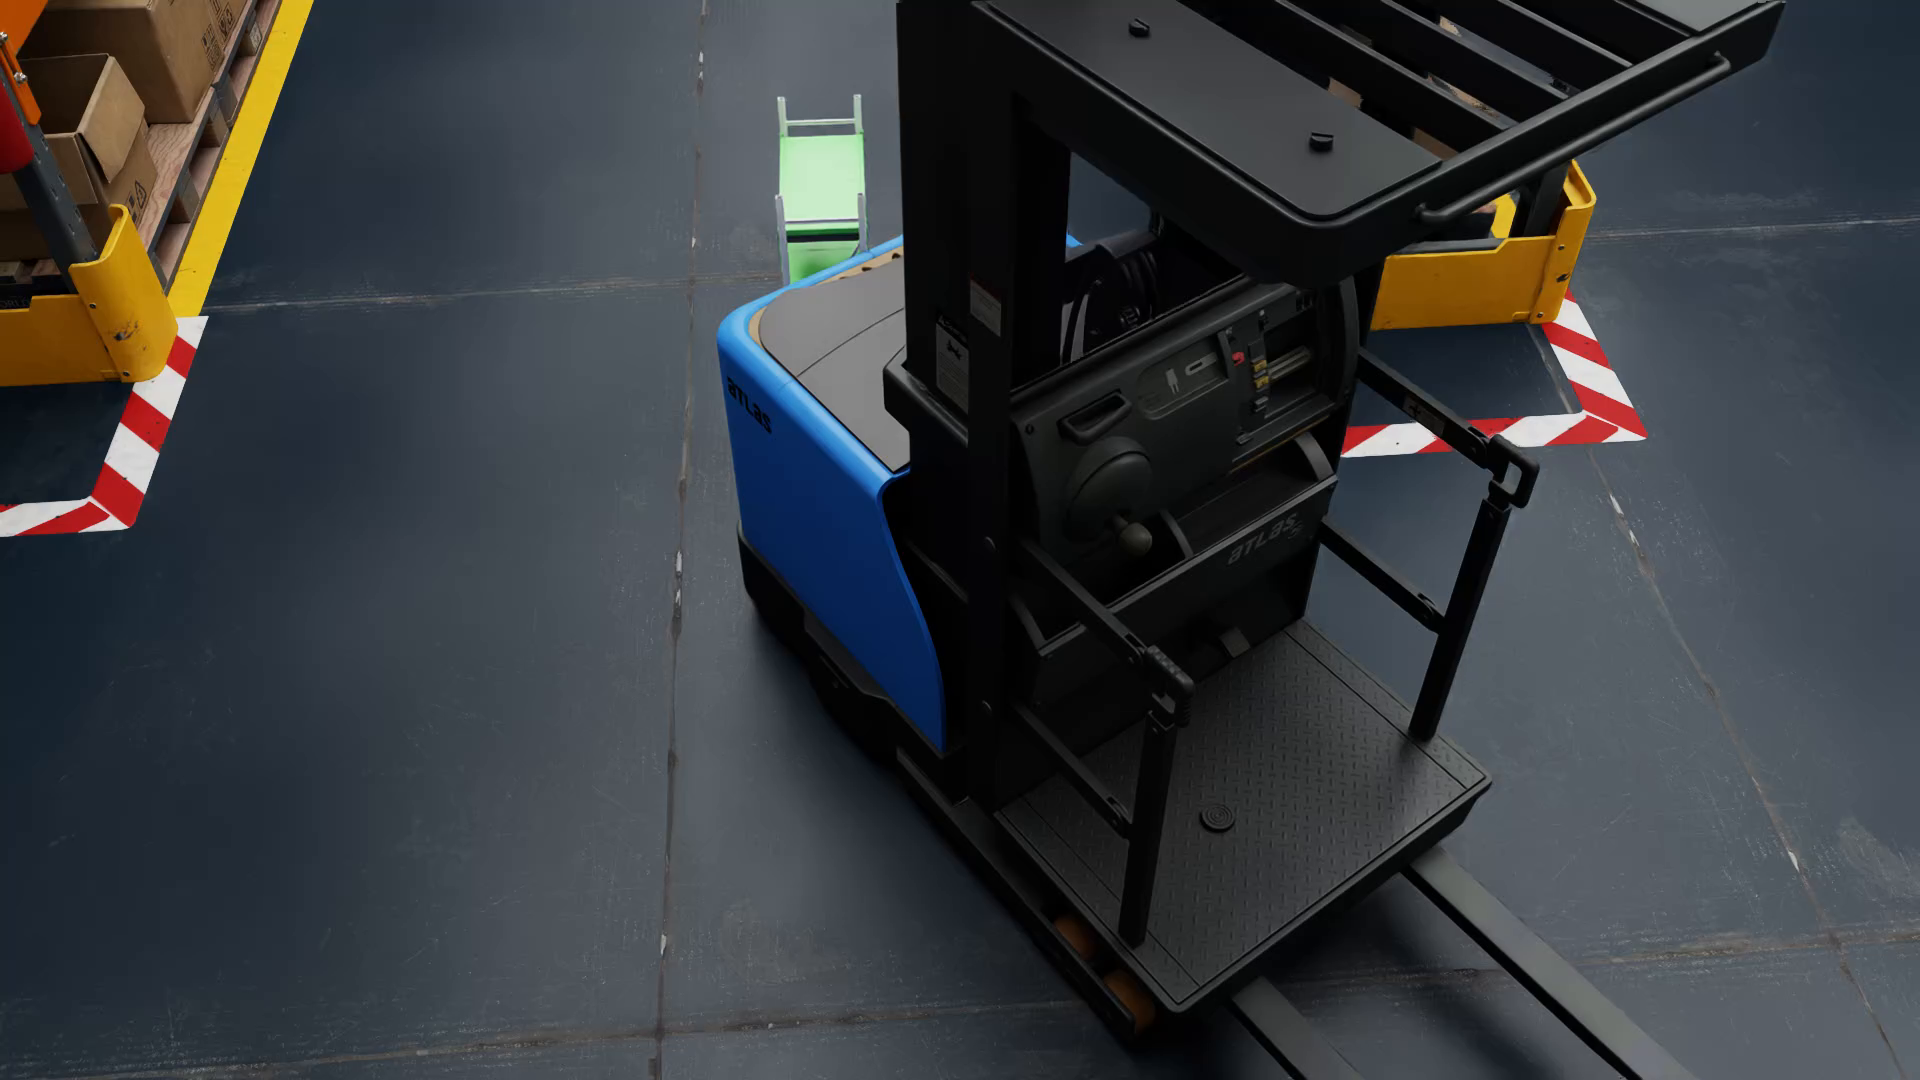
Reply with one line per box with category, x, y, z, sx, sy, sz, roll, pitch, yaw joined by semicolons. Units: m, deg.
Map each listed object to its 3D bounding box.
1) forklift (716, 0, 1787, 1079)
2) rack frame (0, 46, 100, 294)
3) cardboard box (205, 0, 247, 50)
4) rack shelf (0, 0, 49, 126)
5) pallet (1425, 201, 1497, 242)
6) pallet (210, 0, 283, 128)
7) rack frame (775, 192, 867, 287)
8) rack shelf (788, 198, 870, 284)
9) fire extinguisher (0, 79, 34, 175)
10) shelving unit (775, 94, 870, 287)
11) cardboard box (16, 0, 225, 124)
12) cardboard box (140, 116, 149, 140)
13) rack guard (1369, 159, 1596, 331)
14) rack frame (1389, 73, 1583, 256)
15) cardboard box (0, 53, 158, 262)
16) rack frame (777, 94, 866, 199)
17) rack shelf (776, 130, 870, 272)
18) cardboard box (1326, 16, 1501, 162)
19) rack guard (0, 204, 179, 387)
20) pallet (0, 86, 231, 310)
forklift;0.634;-0.203;3.423;1.130;2.935;3.031;-29;53;-24
rack frame;-3.372;-1.617;4.716;1.000;3.000;0.127;-3;47;-3
cardboard box;-3.306;-2.360;6.852;0.500;0.500;0.500;-3;47;-3
rack shelf;-3.539;-2.817;6.348;1.077;0.370;4.000;-3;47;-3
pallet;1.430;-1.537;6.560;1.003;0.211;1.213;-3;47;-3
pallet;-3.545;-2.171;7.161;1.003;0.211;1.213;-3;47;-3
rack frame;-0.377;-0.515;4.911;0.240;1.200;0.015;-3;47;-3
rack shelf;-0.392;-0.813;4.951;0.258;0.148;0.480;-3;47;-3
fire extinguisher;-2.899;-1.384;4.805;0.296;0.674;0.183;-3;47;-3
shelving unit;-0.392;-0.692;5.079;0.258;1.200;0.503;-3;47;-3
cardboard box;-3.361;-1.971;6.484;0.700;0.500;0.500;-2;47;-2
cardboard box;-3.325;-1.540;6.316;0.380;0.149;0.250;-5;47;-5
rack guard;1.576;-1.045;5.895;1.175;0.500;0.348;-3;47;-3
rack frame;1.574;-1.922;5.004;1.000;3.000;0.127;-3;47;-3
cardboard box;-3.328;-1.352;5.894;0.797;0.503;0.637;-5;47;-5
rack frame;-0.408;-0.869;5.246;0.240;1.200;0.015;-3;47;-3
rack shelf;-0.392;-0.978;4.777;0.258;0.148;0.480;-3;47;-3
cardboard box;1.420;-1.657;6.228;0.875;0.438;0.875;-5;47;-5
rack guard;-3.378;-0.813;5.676;1.175;0.500;0.348;-3;47;-3
pallet;-3.446;-1.290;6.327;1.003;0.211;1.213;-3;47;-3
